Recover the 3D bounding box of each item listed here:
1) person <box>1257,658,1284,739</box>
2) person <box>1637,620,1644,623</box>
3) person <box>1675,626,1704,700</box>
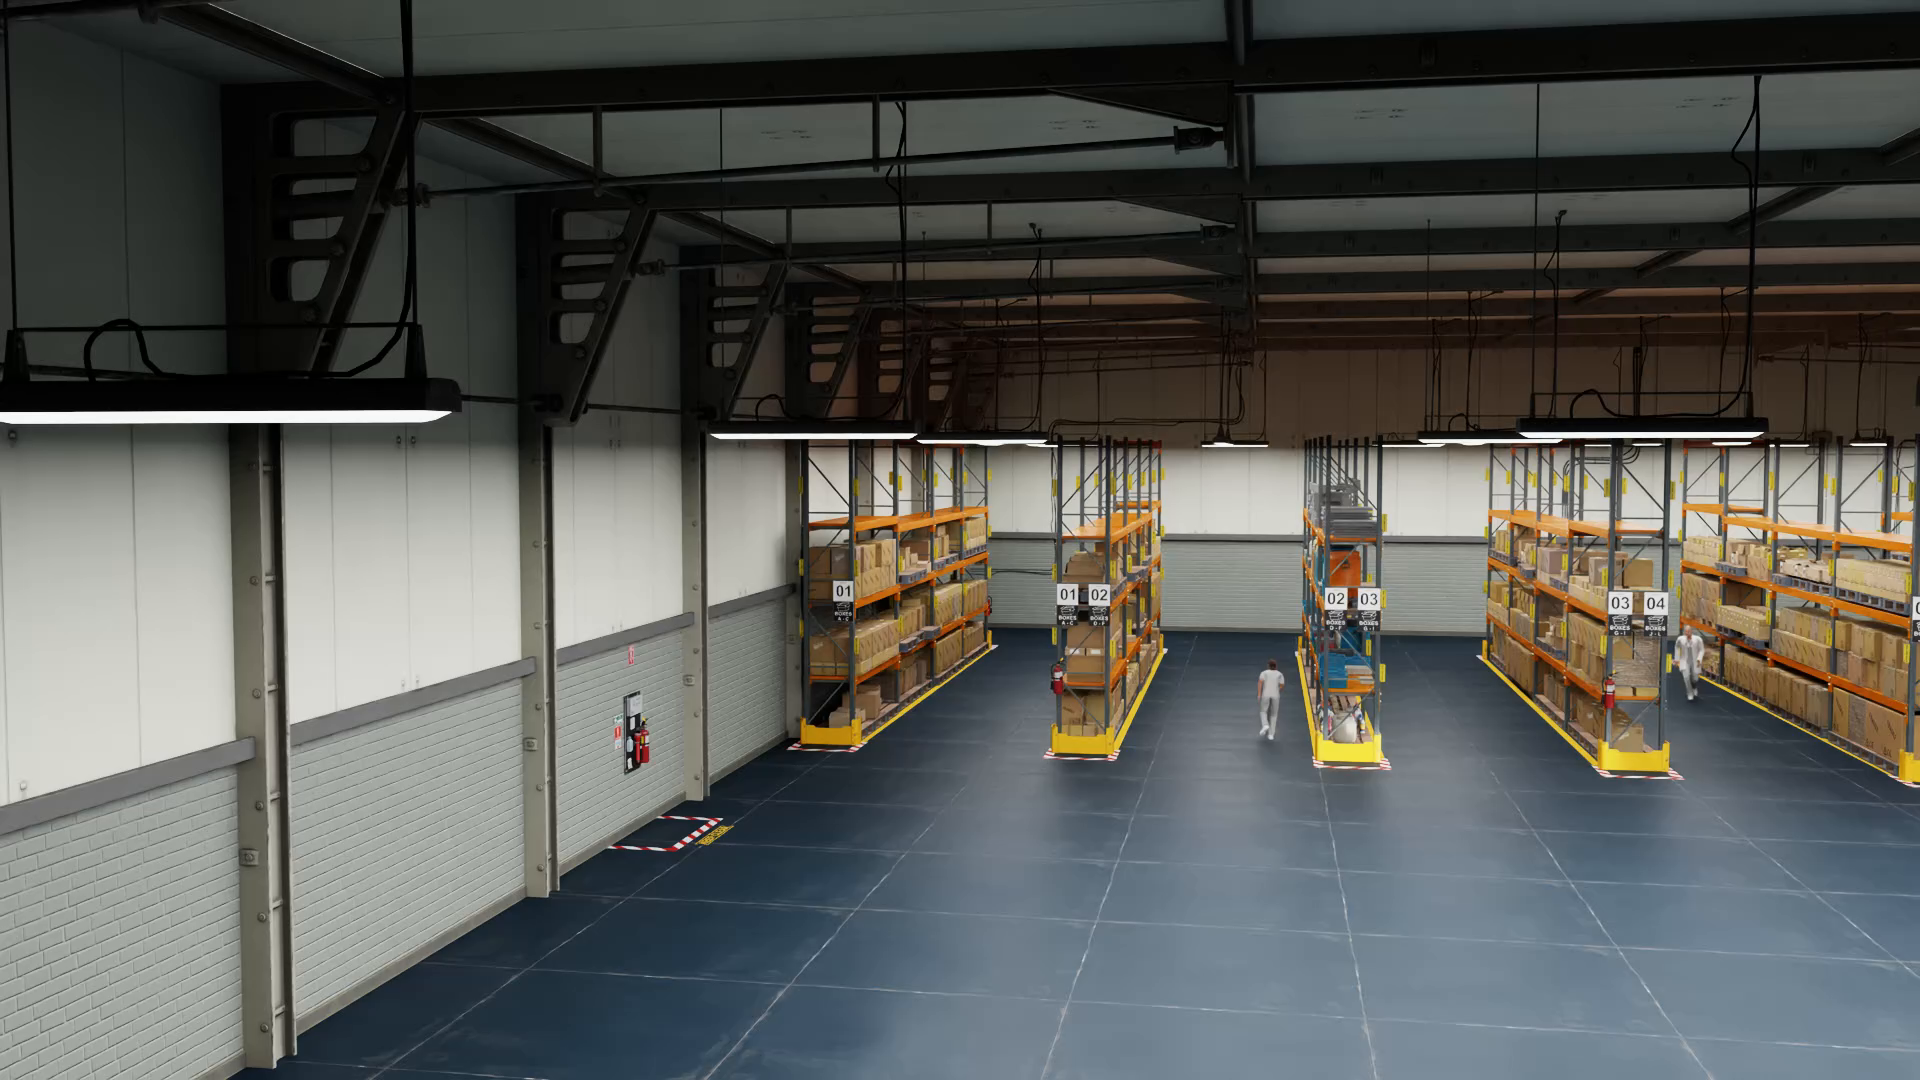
[{"bbox_3d":[6.196,3.154,33.166,0.526,1.562,0.722,1,3,12],"label":"person"},{"bbox_3d":[19.131,2.366,46.619,0.566,1.606,1.014,2,4,29],"label":"person"},{"bbox_3d":[16.820,2.809,38.347,0.620,1.695,0.848,1,3,23],"label":"person"}]
